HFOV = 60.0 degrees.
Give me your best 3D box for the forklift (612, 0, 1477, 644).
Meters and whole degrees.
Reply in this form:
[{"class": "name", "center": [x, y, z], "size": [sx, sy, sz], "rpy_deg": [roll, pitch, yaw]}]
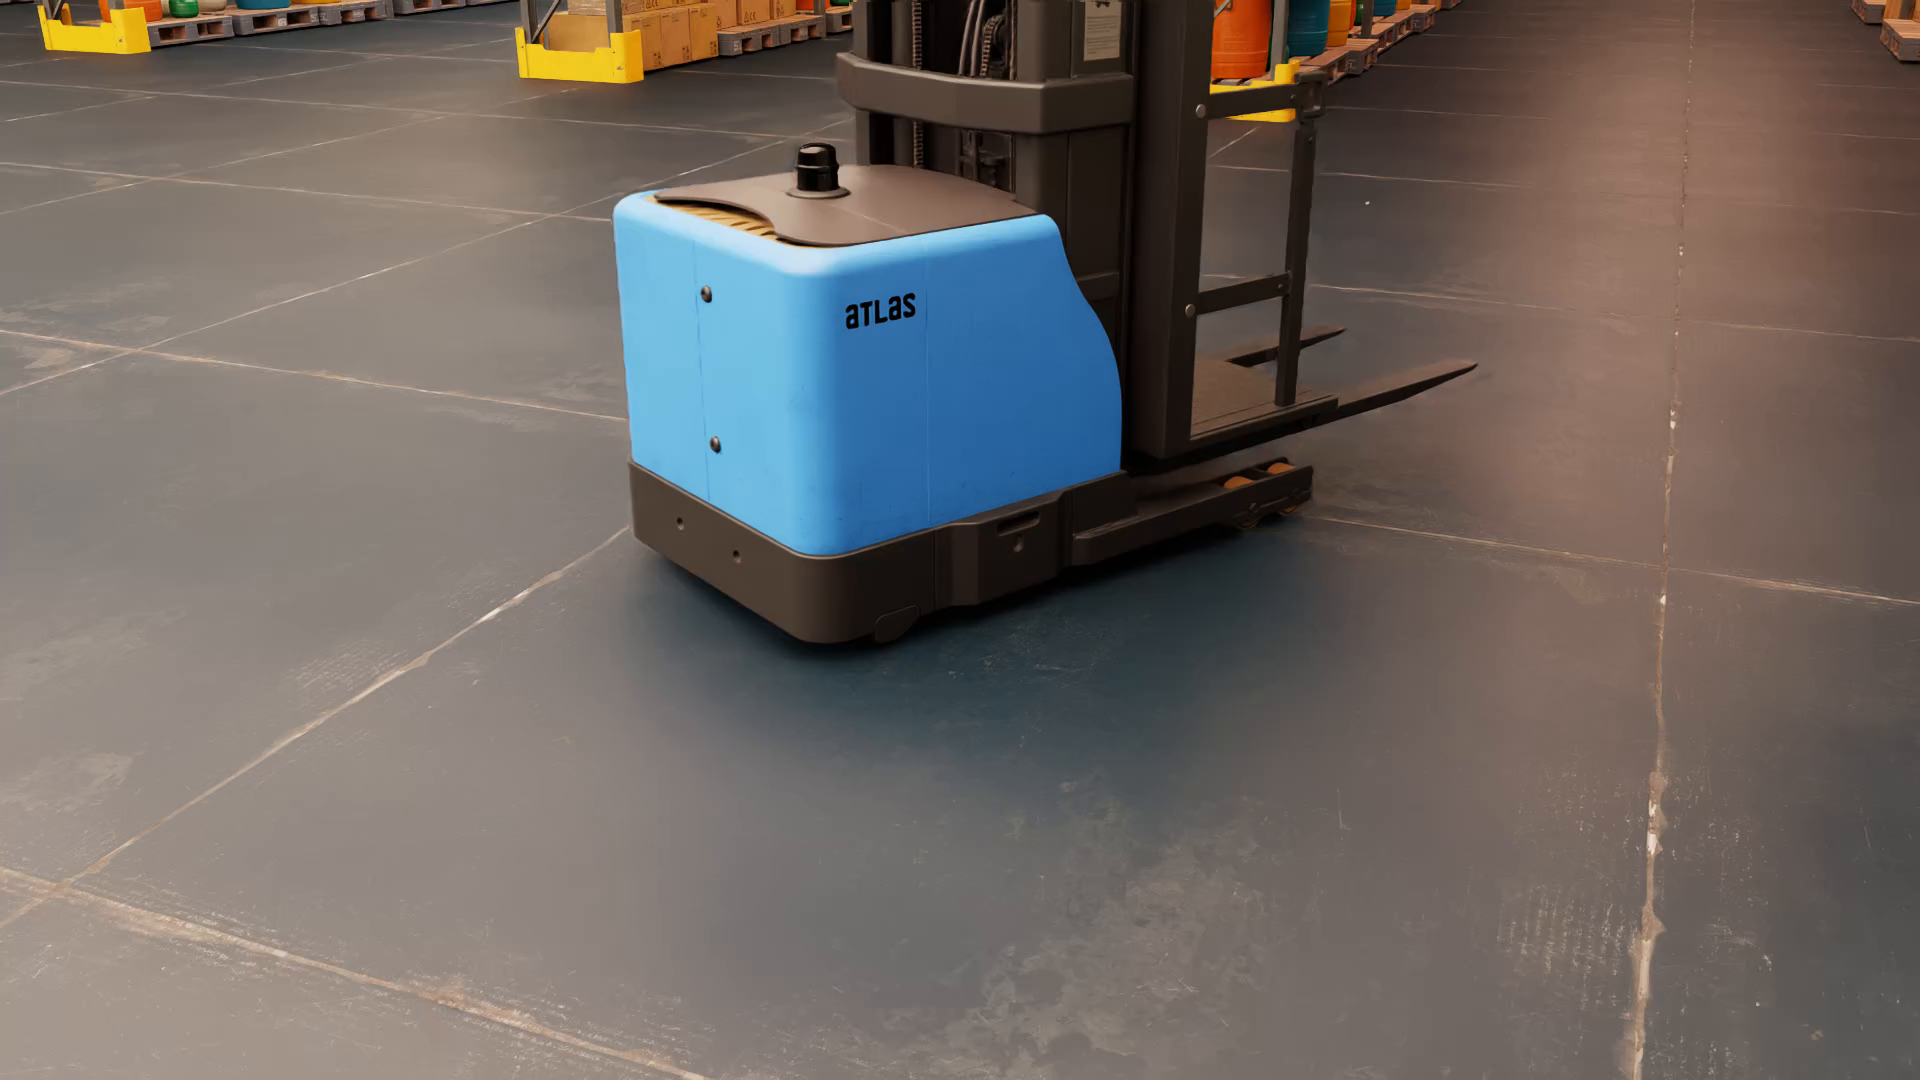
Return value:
[{"class": "forklift", "center": [0.493, -1.525, 4.940], "size": [3.031, 2.935, 1.130], "rpy_deg": [-17, 28, -35]}]
